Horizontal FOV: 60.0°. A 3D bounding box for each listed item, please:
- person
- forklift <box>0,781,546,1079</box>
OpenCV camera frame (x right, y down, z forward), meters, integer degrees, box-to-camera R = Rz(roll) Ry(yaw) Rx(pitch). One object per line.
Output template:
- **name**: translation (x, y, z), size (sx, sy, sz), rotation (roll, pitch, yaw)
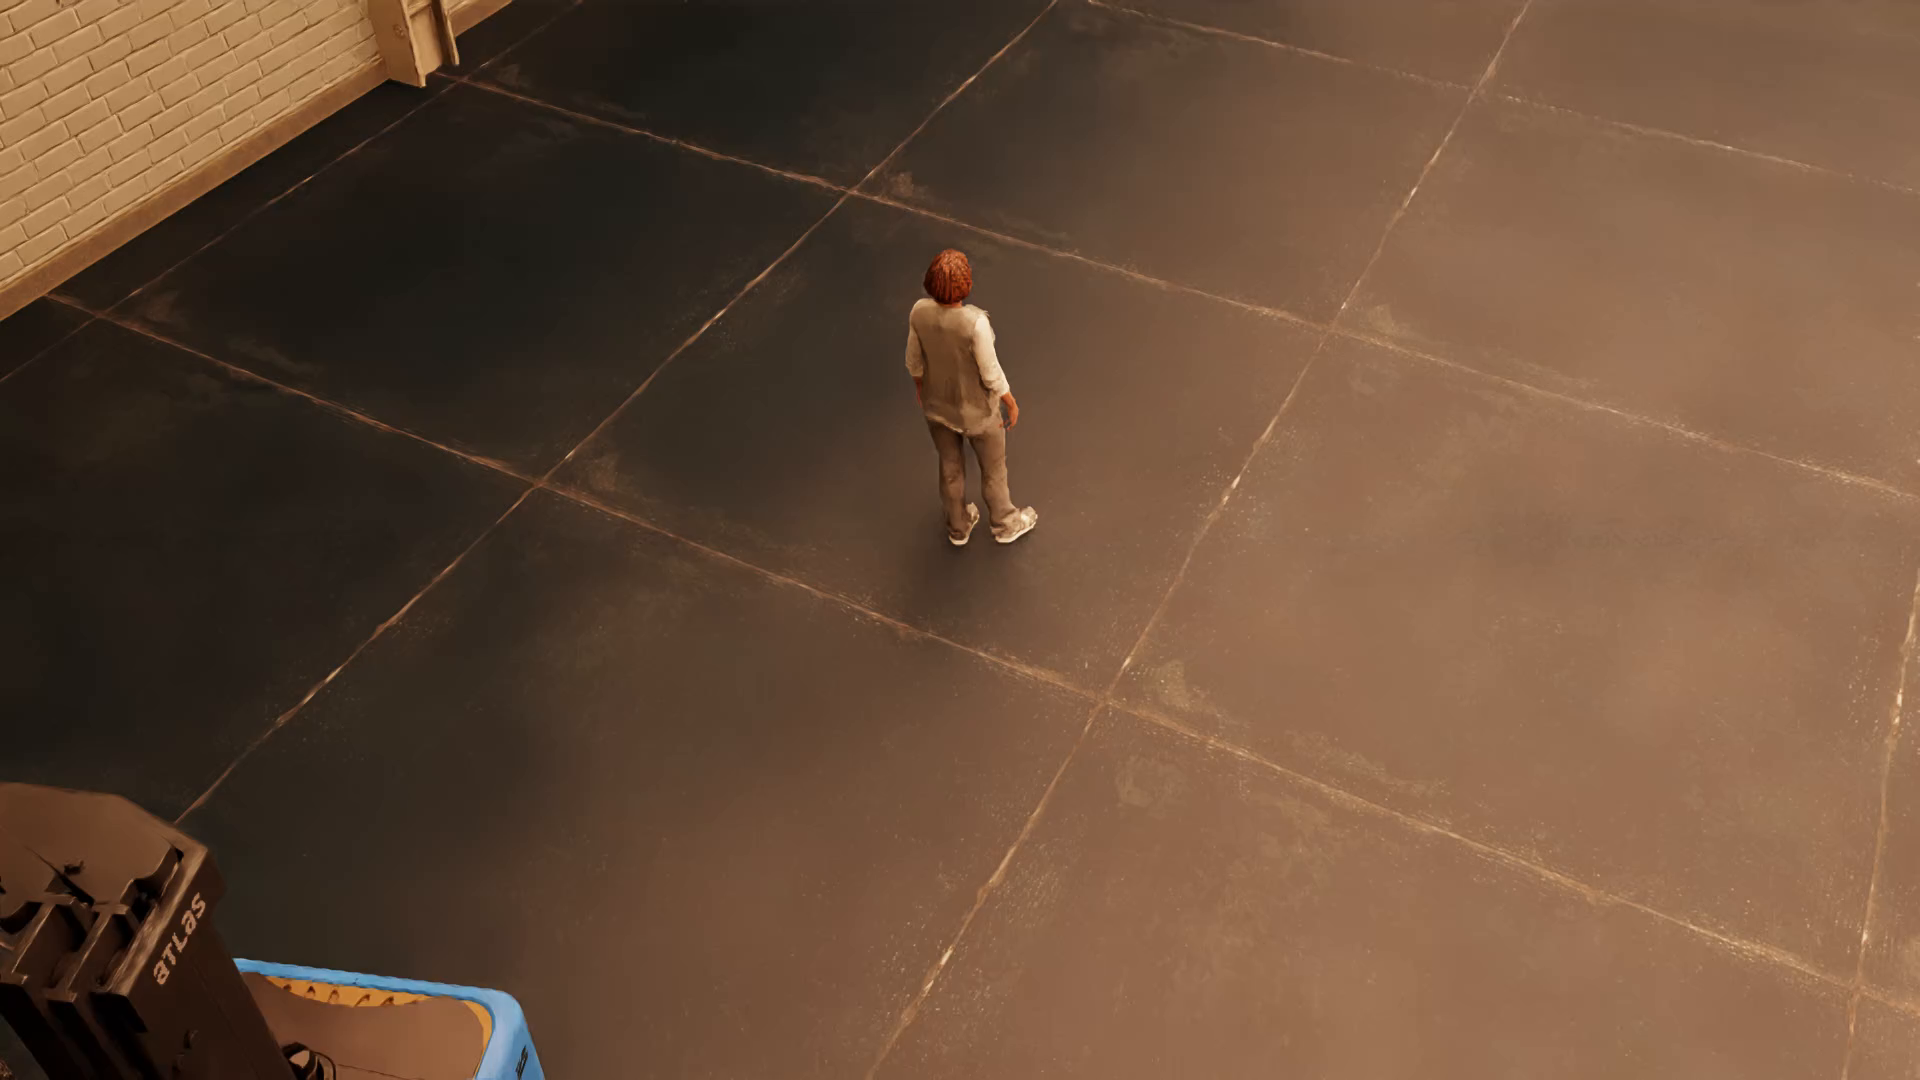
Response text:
- **person**: translation (0.047, -0.627, 7.282), size (0.521, 1.597, 0.474), rotation (20, 47, 20)
- **forklift**: translation (-1.961, 1.991, 3.540), size (1.130, 2.935, 3.031), rotation (5, 44, 6)
